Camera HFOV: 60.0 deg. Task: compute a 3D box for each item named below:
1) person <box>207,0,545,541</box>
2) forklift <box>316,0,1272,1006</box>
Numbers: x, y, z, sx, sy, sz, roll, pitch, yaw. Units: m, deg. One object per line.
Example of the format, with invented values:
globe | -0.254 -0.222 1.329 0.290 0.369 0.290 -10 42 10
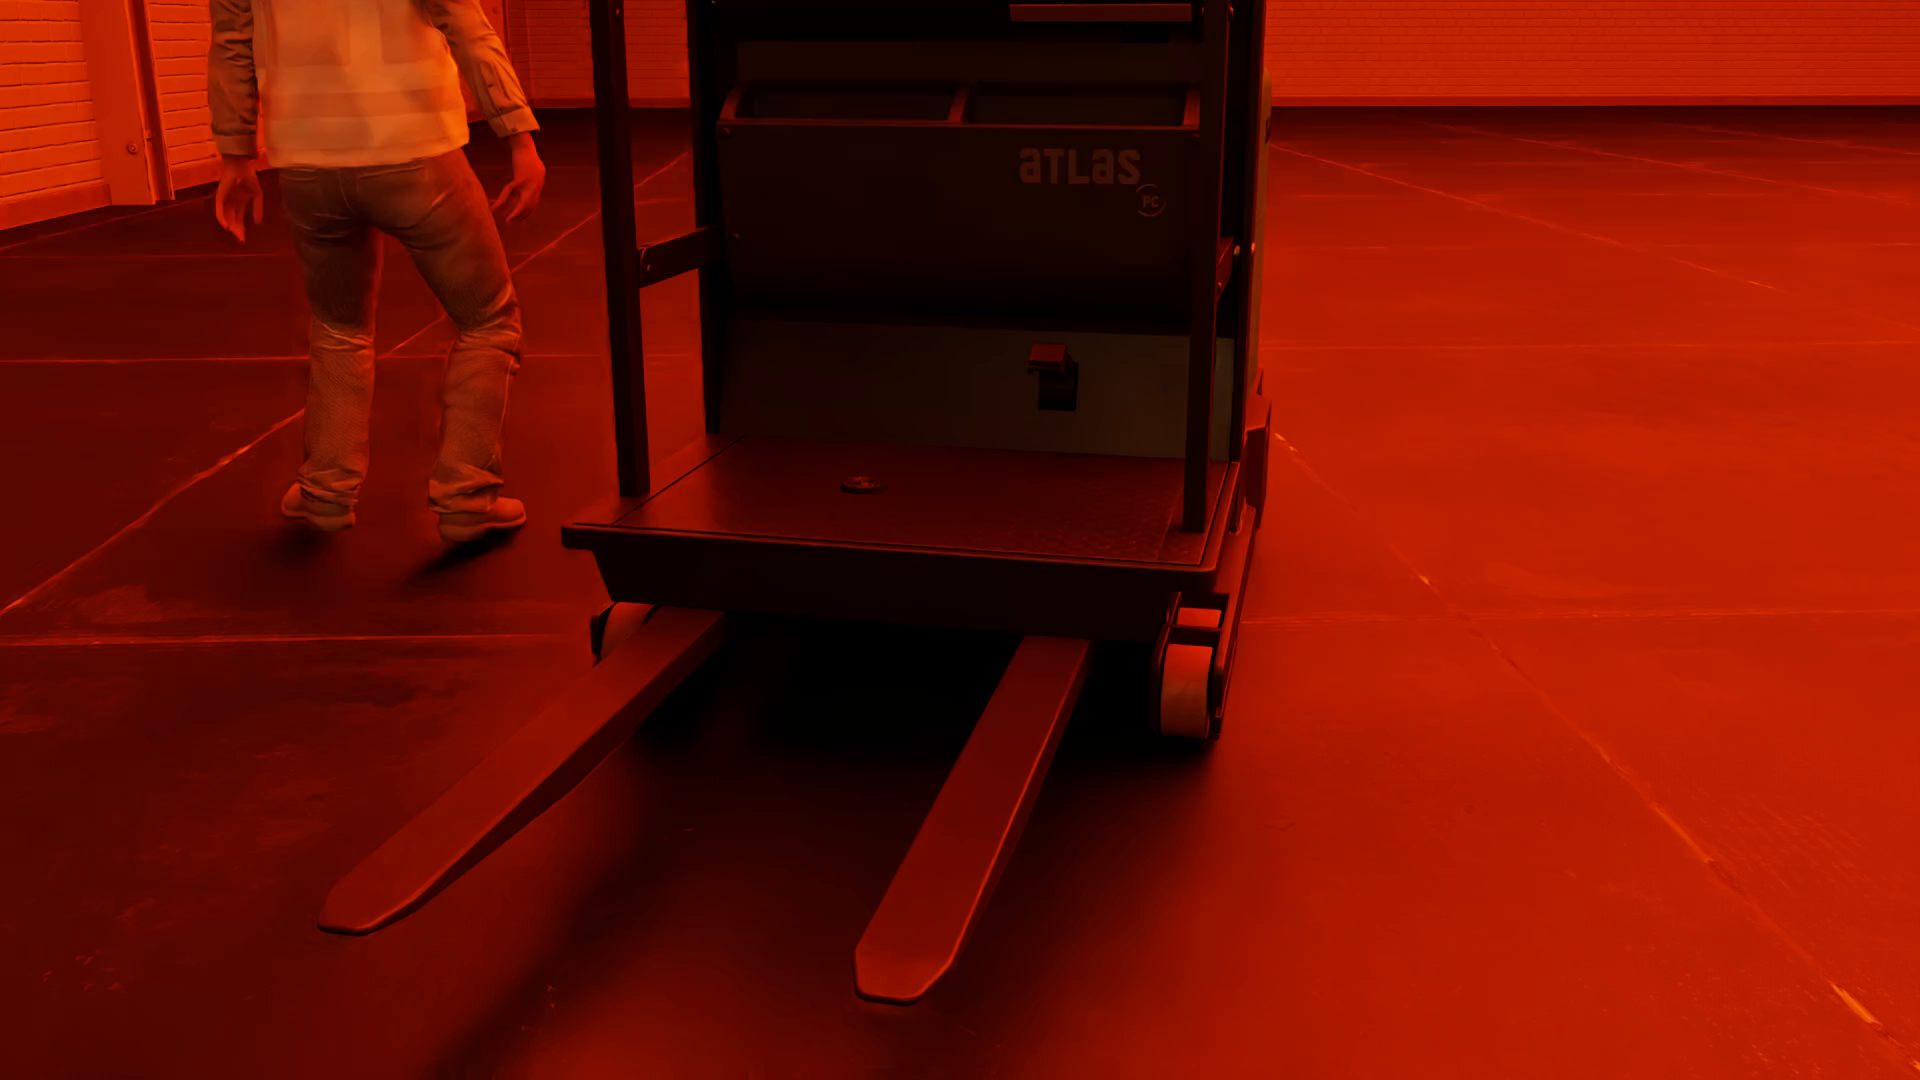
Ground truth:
person | -1.266 -0.855 3.670 0.764 1.732 0.393 5 18 15
forklift | -0.037 -1.182 2.772 1.130 2.935 3.031 4 17 12
